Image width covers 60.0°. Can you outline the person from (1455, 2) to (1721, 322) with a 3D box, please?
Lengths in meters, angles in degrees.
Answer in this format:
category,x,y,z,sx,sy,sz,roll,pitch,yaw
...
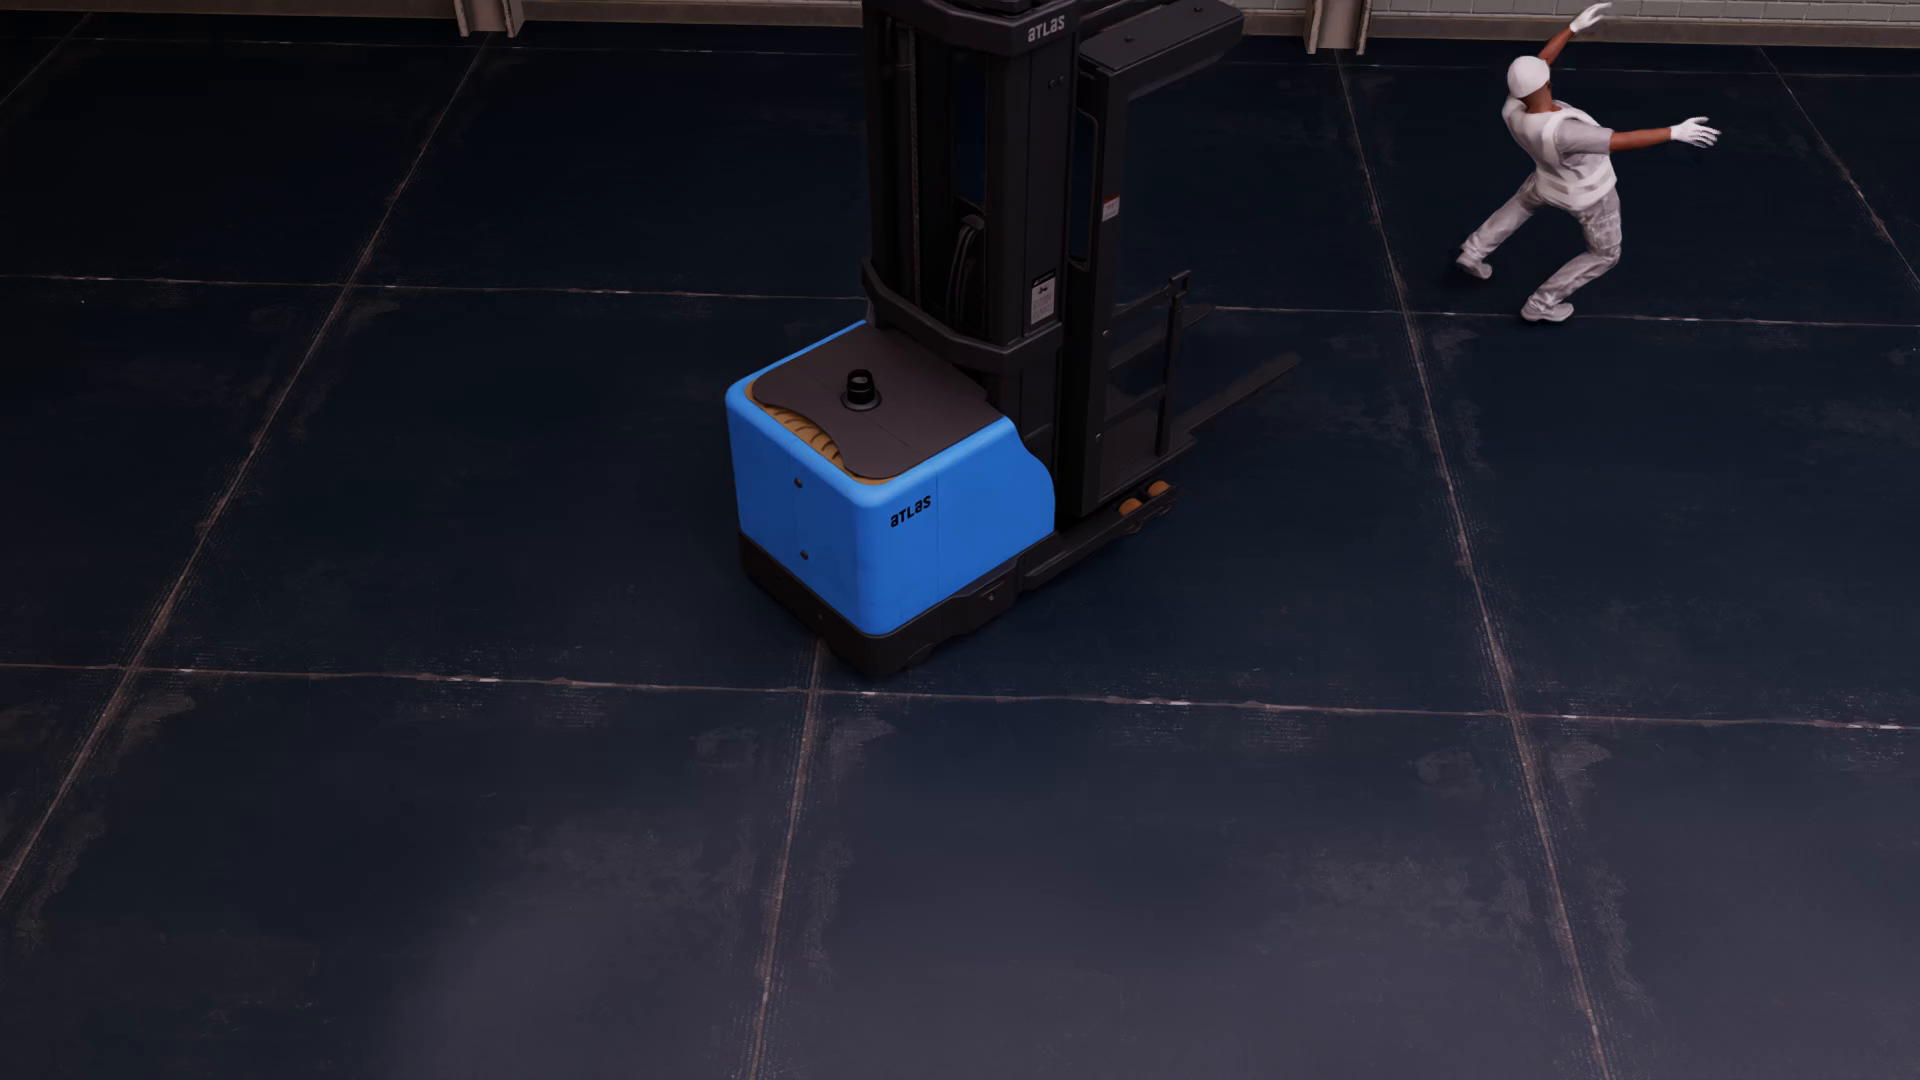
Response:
category,x,y,z,sx,sy,sz,roll,pitch,yaw
person,3.241,-1.835,8.699,0.699,1.626,1.091,-24,48,-24

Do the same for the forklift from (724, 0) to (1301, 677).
category,x,y,z,sx,sy,sz,roll,pitch,yaw
forklift,0.421,-1.353,7.225,3.031,2.935,1.130,-31,51,-29
